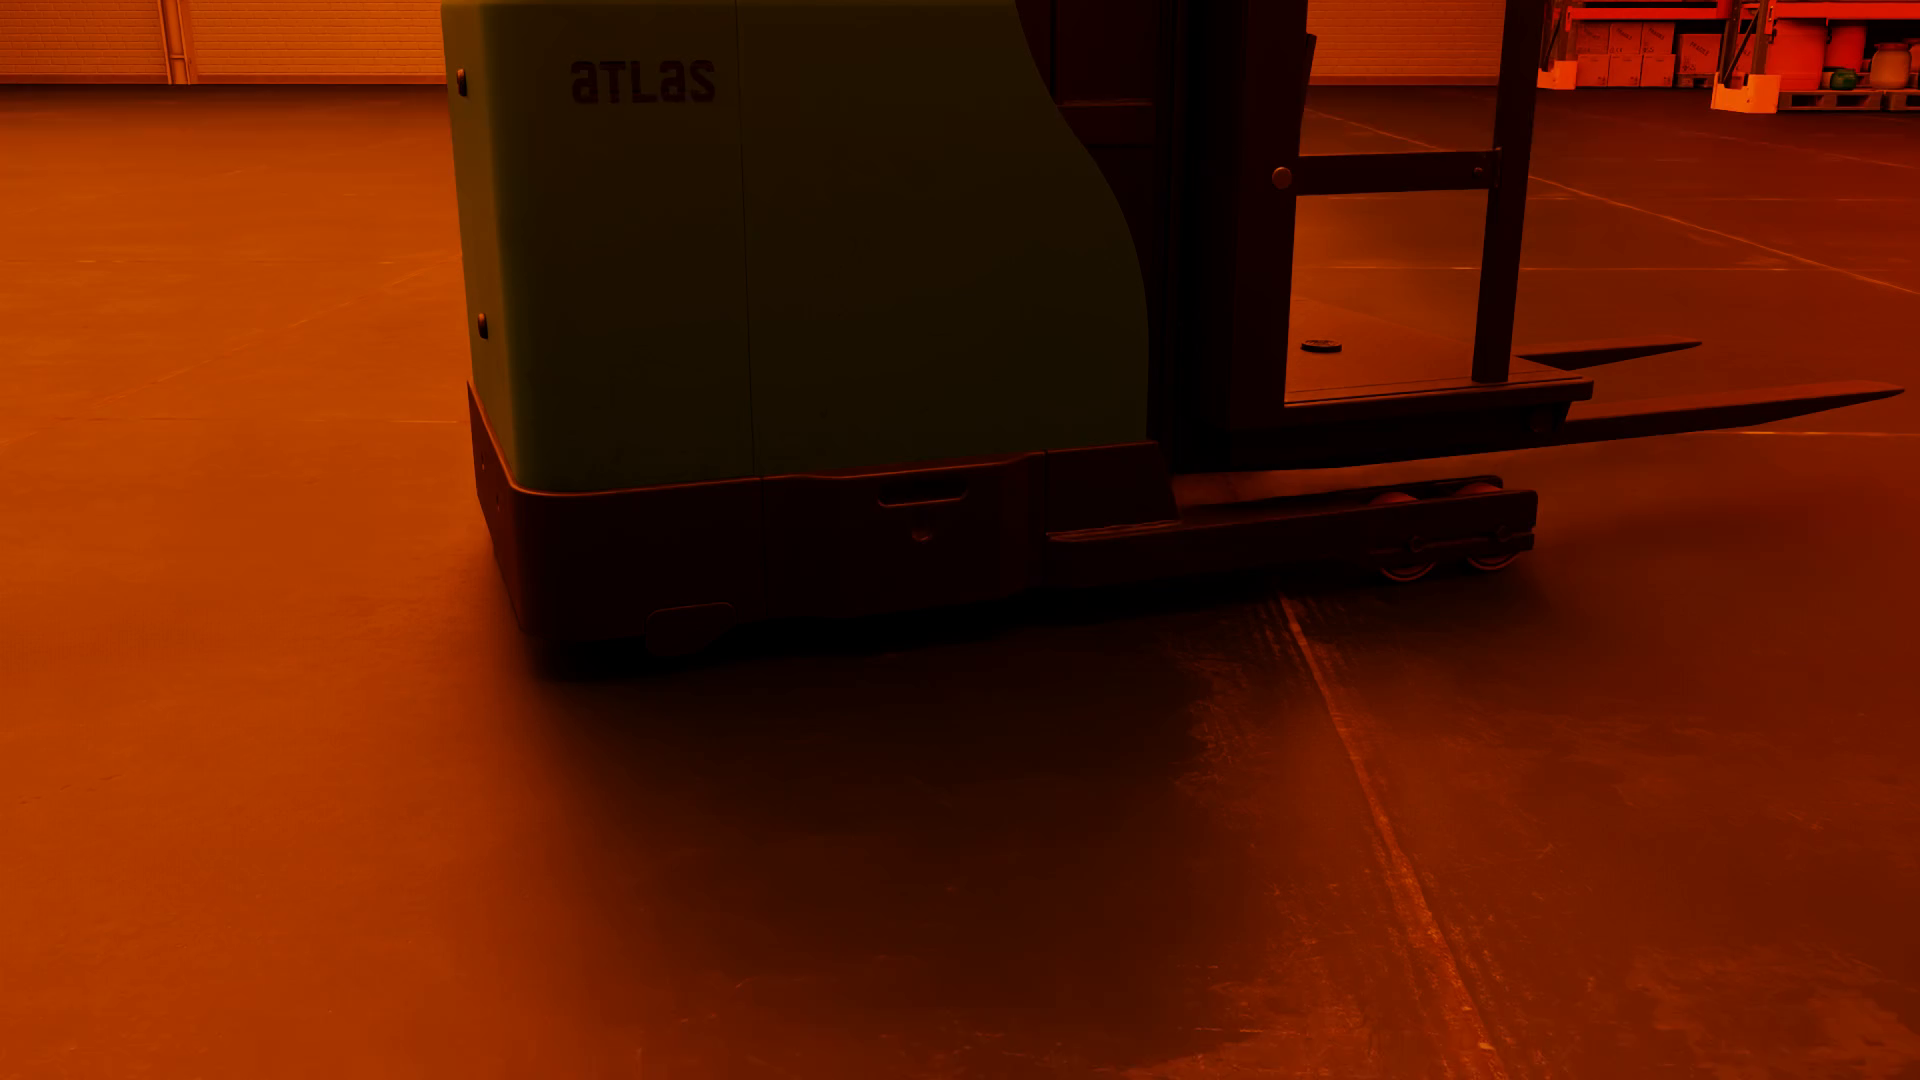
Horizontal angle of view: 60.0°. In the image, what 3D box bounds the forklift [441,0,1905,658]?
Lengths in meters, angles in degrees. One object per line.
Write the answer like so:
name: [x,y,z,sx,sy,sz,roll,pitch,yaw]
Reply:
forklift: [0.571,-1.462,3.137,3.031,2.935,1.130,-6,18,-19]
